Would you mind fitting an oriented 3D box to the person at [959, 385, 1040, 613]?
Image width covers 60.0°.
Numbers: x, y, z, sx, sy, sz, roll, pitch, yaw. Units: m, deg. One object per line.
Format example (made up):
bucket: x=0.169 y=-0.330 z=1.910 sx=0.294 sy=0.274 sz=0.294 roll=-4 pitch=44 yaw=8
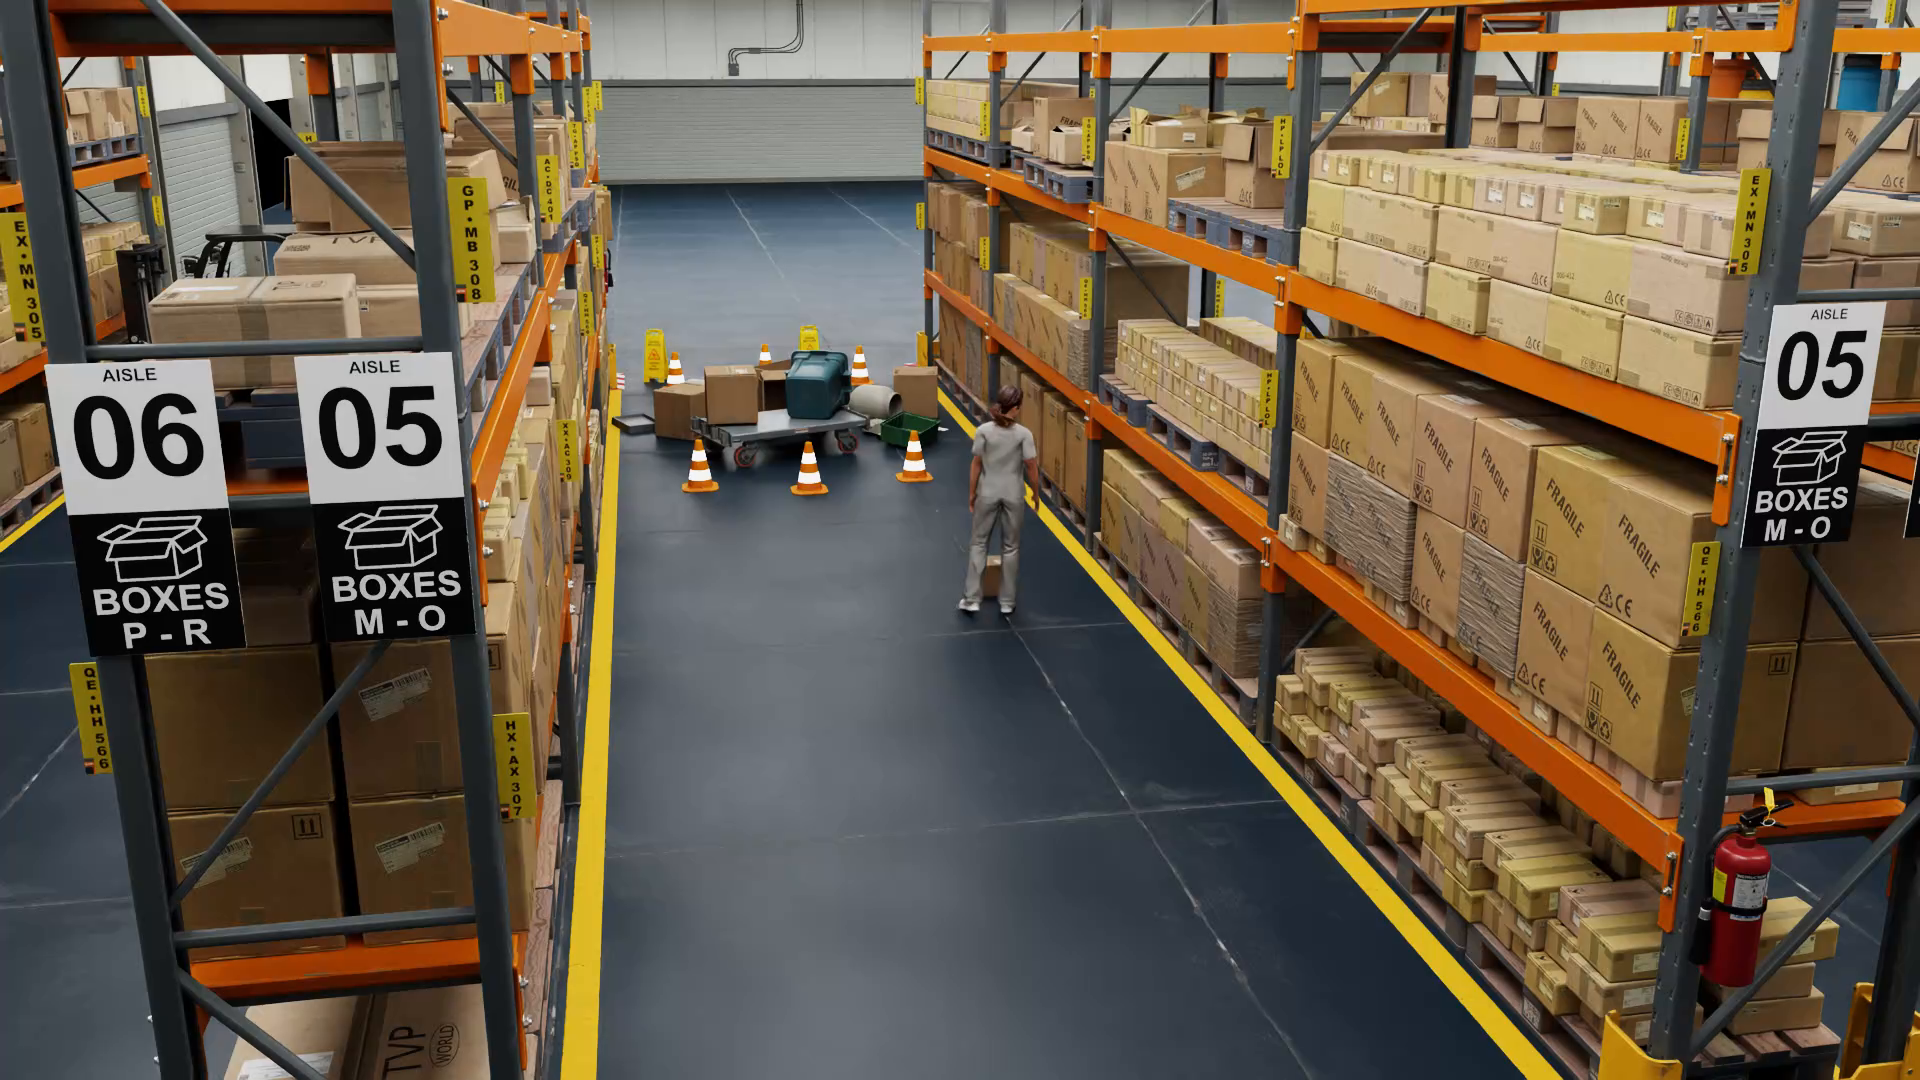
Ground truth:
person: x=0.283 y=-0.287 z=11.973 sx=0.584 sy=1.695 sz=0.399 roll=1 pitch=16 yaw=3
